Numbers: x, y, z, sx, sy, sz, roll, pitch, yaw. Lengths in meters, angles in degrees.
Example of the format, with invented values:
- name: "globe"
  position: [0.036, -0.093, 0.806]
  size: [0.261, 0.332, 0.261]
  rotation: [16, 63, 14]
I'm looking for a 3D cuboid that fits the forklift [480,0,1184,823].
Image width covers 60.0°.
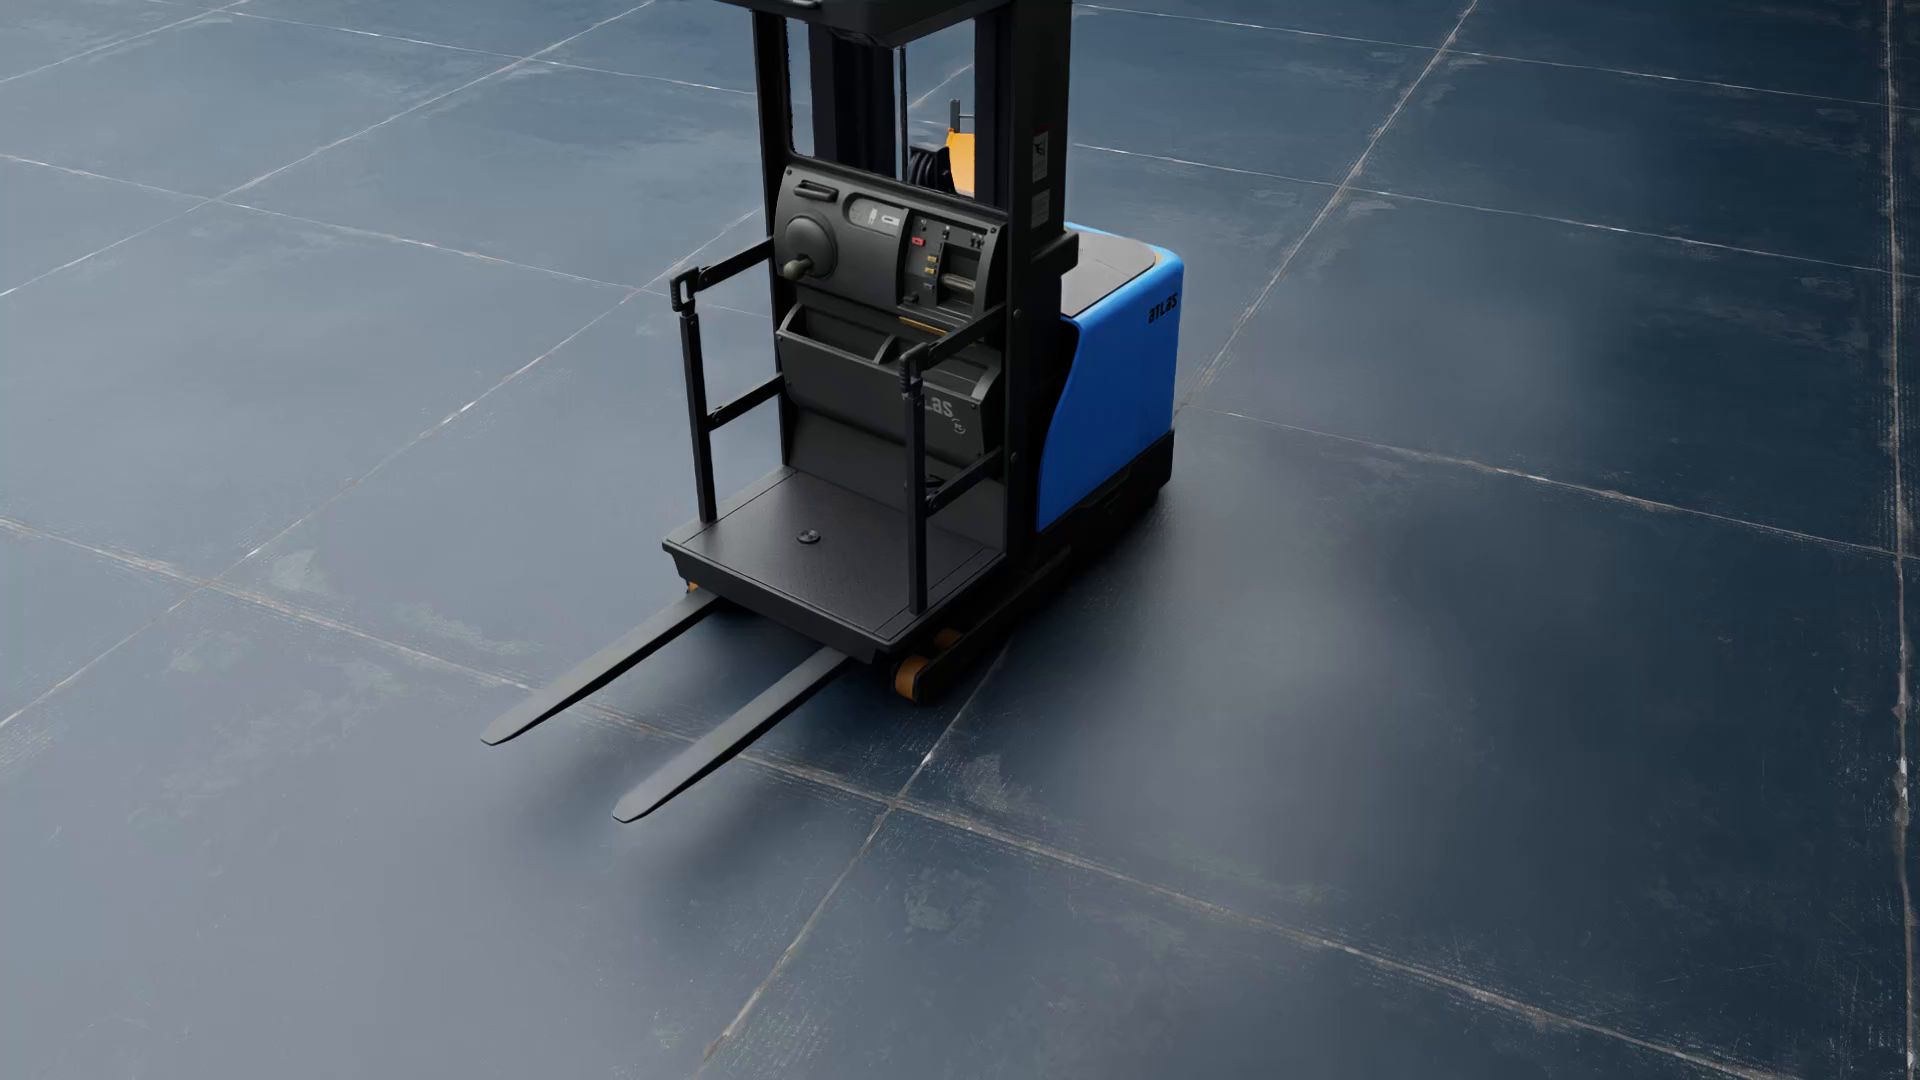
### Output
- name: "forklift"
  position: [-0.385, -0.959, 5.539]
  size: [1.130, 2.935, 3.031]
  rotation: [22, 39, 30]

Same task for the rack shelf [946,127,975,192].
- name: "rack shelf"
  position: [0.149, -1.570, 7.584]
  size: [0.538, 0.278, 1.000]
  rotation: [4, 33, 5]

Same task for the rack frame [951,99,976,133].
- name: "rack frame"
  position: [0.206, -1.602, 8.167]
  size: [0.500, 1.125, 0.032]
  rotation: [4, 33, 5]

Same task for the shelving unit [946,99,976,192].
- name: "shelving unit"
  position: [0.149, -1.325, 7.745]
  size: [0.538, 1.125, 1.048]
  rotation: [4, 33, 5]
